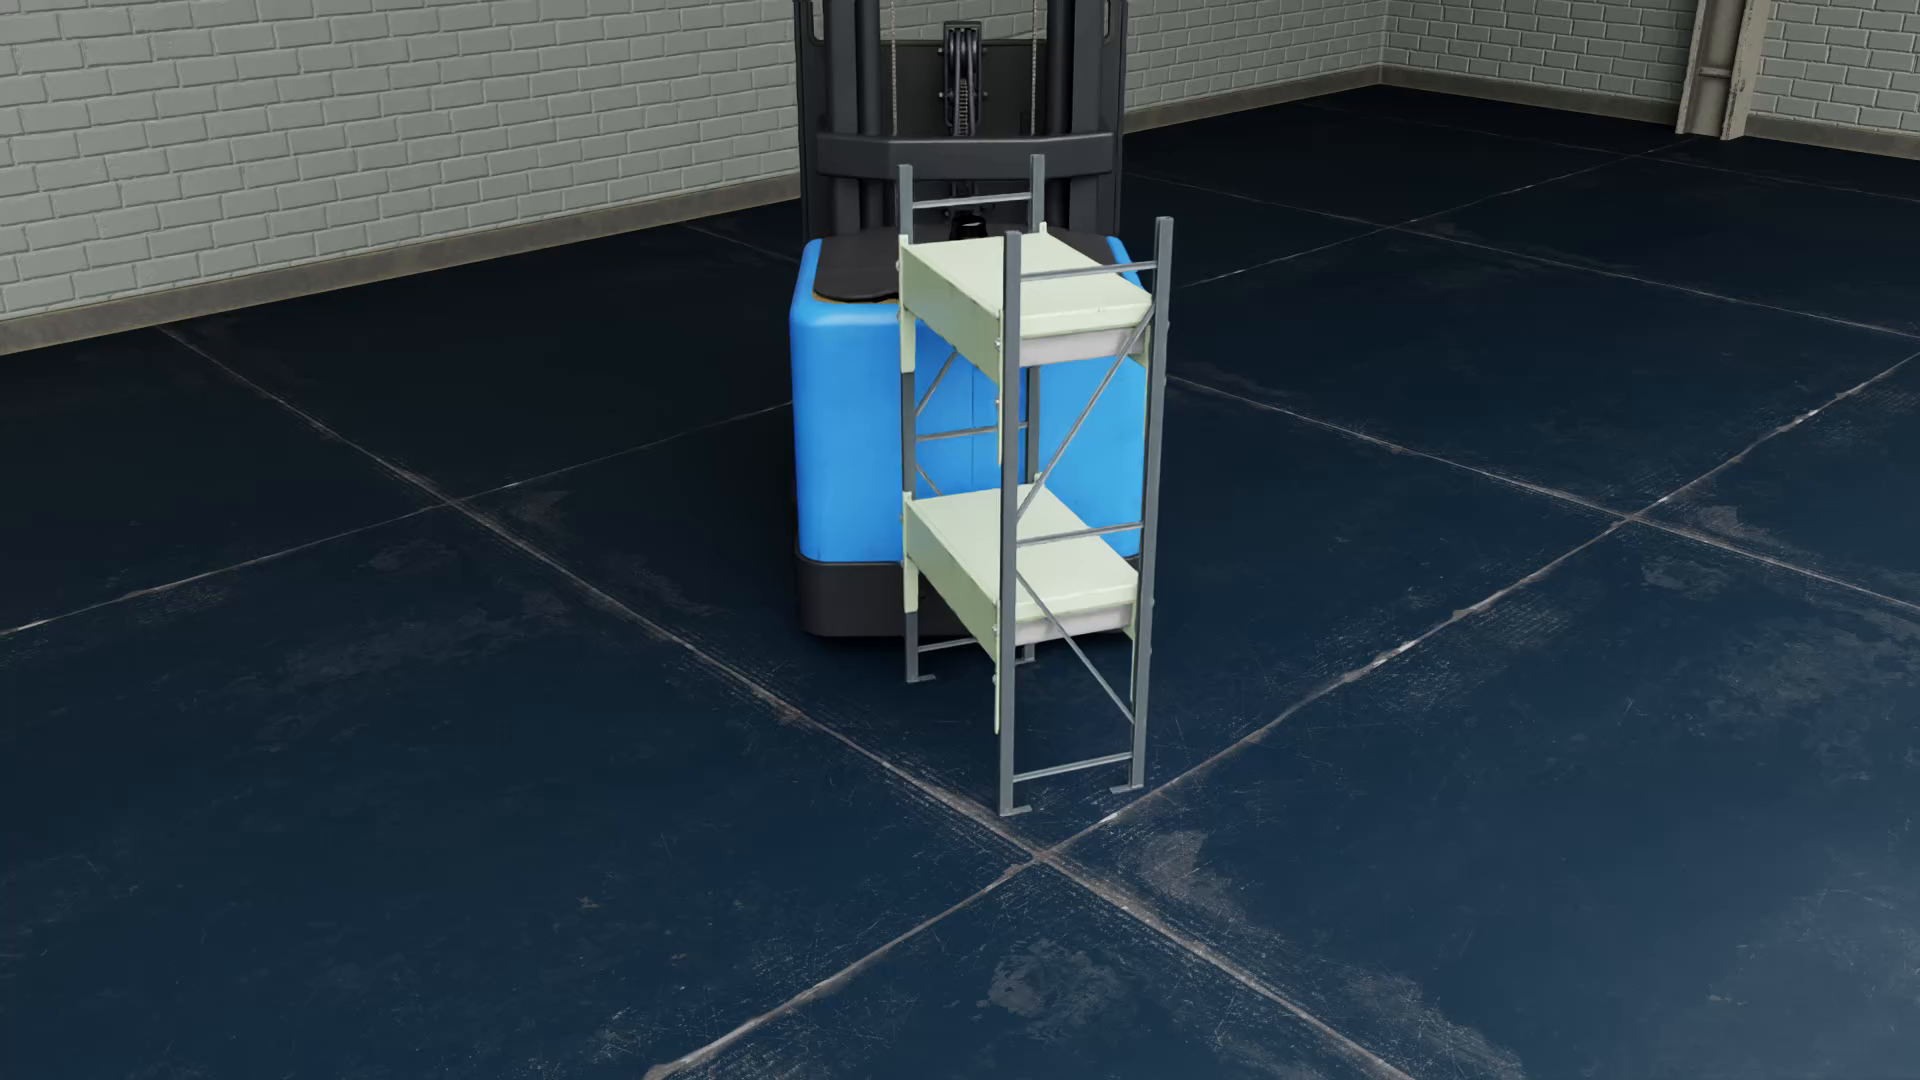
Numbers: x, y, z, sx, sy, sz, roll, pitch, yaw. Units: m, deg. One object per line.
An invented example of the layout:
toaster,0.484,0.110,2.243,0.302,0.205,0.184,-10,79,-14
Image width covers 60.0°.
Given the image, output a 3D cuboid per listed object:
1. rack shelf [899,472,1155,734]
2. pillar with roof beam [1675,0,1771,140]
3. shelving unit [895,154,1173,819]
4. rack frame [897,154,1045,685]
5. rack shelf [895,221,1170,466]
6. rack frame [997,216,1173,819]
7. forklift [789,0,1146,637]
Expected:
rack shelf,0.158,0.144,4.413,0.431,0.370,0.720,-9,26,-18
pillar with roof beam,2.438,-5.897,7.834,9.100,9.000,0.400,-21,32,-38
shelving unit,0.158,-0.153,4.278,0.431,1.500,0.755,-9,26,-18
rack frame,0.031,-0.295,4.590,0.400,1.500,0.023,-9,26,-18
rack shelf,0.158,-0.508,4.116,0.431,0.370,0.720,-9,26,-18
rack frame,0.285,-0.010,3.966,0.400,1.500,0.023,-9,26,-18
forklift,-0.004,-1.613,5.753,1.130,2.935,3.031,-1,25,-1
